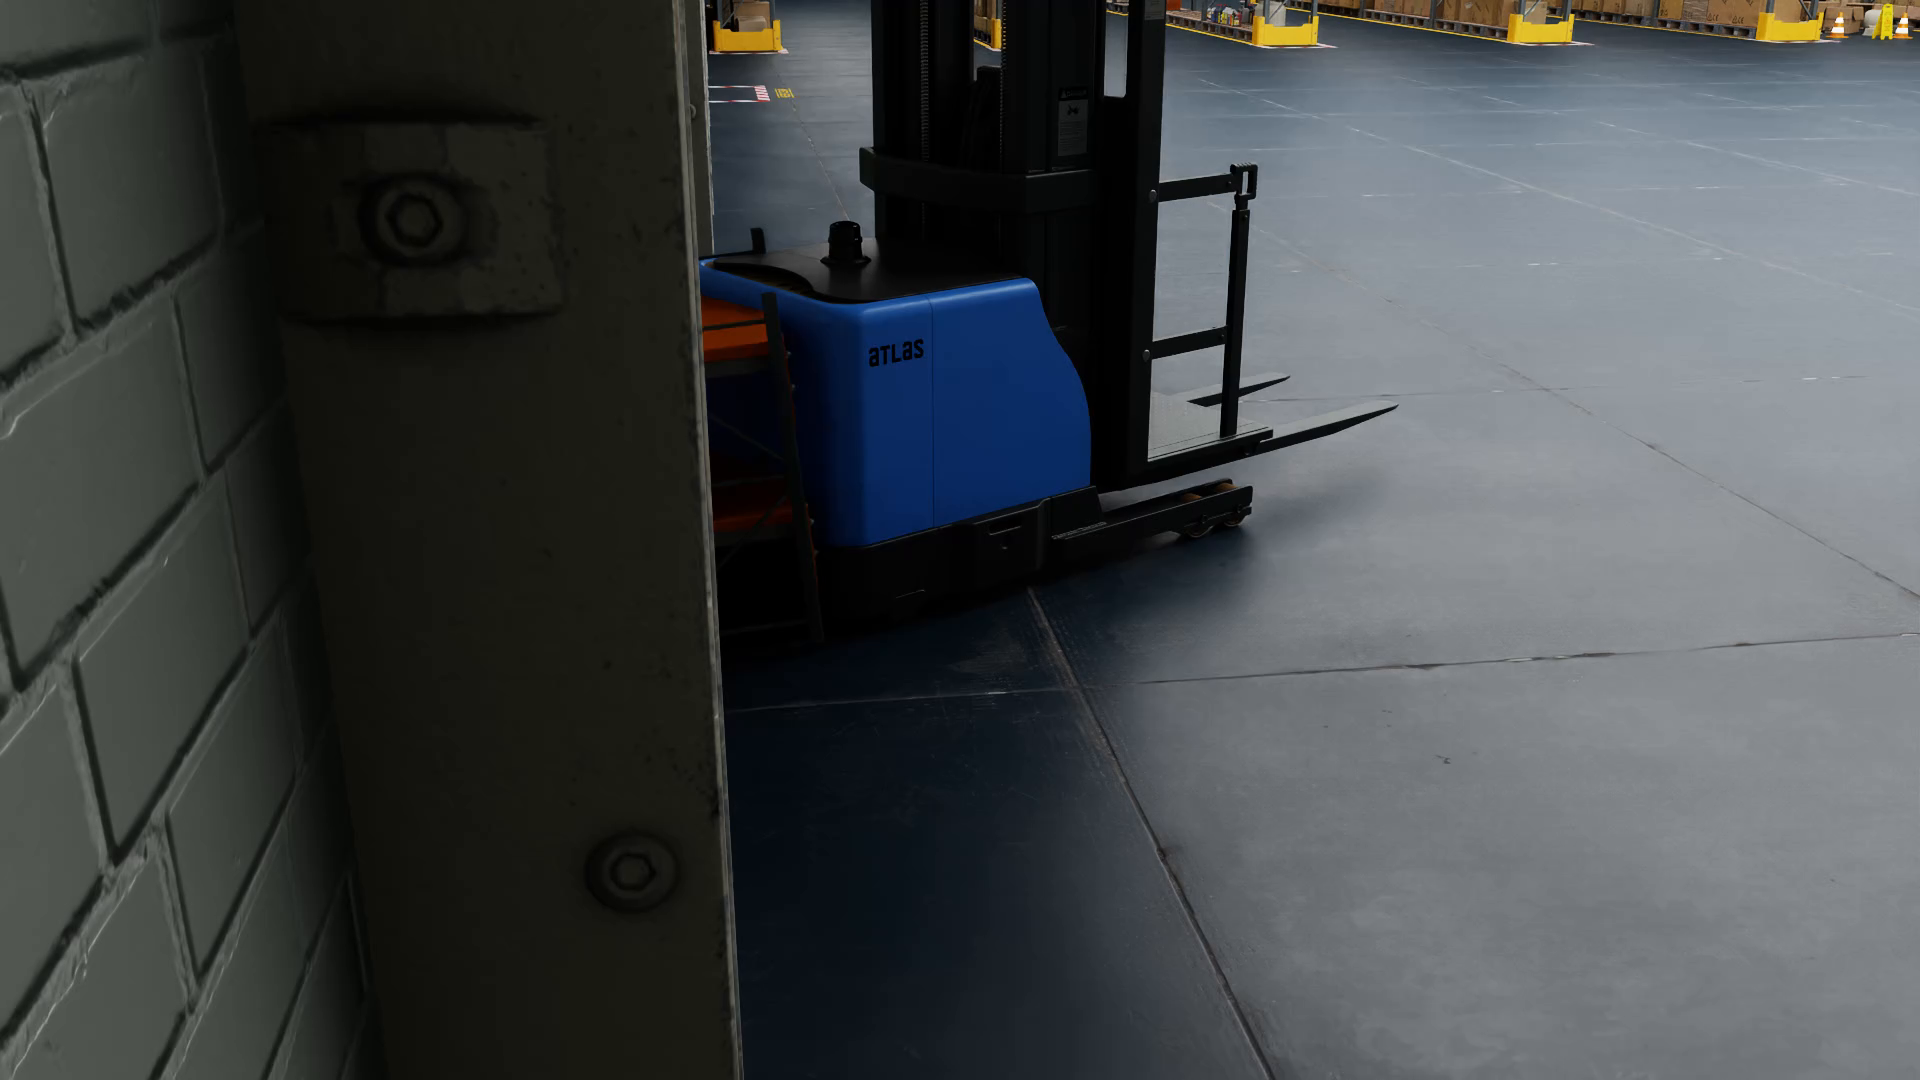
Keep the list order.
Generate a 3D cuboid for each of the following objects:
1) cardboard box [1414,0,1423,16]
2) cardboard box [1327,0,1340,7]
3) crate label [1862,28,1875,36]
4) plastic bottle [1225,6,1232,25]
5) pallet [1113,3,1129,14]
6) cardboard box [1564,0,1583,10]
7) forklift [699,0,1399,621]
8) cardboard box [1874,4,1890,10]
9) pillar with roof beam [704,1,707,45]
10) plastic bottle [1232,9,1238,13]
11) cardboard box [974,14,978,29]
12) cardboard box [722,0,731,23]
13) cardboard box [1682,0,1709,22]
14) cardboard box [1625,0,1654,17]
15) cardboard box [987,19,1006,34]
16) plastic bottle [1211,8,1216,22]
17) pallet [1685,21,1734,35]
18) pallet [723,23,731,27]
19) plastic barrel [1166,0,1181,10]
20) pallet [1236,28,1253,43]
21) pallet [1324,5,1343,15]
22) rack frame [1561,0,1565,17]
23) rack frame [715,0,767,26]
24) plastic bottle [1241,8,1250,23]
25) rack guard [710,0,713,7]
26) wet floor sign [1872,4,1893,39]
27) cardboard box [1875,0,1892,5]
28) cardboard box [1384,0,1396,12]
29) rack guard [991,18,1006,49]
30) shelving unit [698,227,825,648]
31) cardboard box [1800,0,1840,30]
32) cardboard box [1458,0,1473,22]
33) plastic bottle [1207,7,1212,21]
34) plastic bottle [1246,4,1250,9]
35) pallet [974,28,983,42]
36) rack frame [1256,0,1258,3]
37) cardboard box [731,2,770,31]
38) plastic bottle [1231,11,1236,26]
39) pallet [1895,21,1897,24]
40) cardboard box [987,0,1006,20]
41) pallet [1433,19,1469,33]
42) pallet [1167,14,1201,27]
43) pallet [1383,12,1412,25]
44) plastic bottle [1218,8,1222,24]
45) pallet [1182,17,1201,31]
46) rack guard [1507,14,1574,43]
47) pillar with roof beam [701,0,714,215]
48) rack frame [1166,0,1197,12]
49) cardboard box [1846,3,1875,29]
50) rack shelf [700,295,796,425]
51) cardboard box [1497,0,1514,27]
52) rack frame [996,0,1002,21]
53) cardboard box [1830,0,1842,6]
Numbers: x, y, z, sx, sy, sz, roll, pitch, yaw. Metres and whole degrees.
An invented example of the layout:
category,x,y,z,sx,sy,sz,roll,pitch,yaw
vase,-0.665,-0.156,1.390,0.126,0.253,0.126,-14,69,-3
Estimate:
category,x,y,z,sx,sy,sz,roll,pitch,yaw
cardboard box,10.261,-11.598,35.927,0.700,0.500,0.500,-3,21,-8
cardboard box,9.602,-13.319,40.026,1.225,0.875,0.875,-3,21,-8
crate label,18.199,-10.137,33.161,0.250,0.136,0.298,-15,25,-35
plastic bottle,5.298,-10.322,32.722,0.144,0.351,0.185,-2,21,-6
pallet,4.394,-13.128,41.064,1.003,0.211,1.213,-3,21,-8
cardboard box,14.724,-12.711,38.577,1.050,0.750,0.750,-3,21,-8
forklift,0.494,-1.510,6.070,3.031,2.935,1.130,-16,25,-36
cardboard box,20.003,-11.374,35.712,0.500,0.250,0.500,-4,21,-10
pillar with roof beam,-0.446,-13.275,28.899,9.100,9.000,0.400,-3,21,-8
plastic bottle,5.415,-10.367,32.950,0.152,0.276,0.135,-3,21,-8
cardboard box,0.554,-9.899,31.761,0.500,0.250,0.500,-3,21,-8
cardboard box,-4.449,-10.723,33.584,0.700,0.500,0.500,-2,21,-6
cardboard box,15.456,-11.067,33.997,0.875,0.875,0.875,-3,21,-7
cardboard box,15.123,-11.752,36.009,1.050,0.750,0.750,-3,21,-8
cardboard box,0.782,-9.380,30.372,0.500,0.250,0.500,-3,21,-8
plastic bottle,5.163,-10.621,33.630,0.152,0.276,0.135,-2,21,-6
pallet,15.513,-10.402,33.765,1.003,0.211,1.213,-3,21,-8
pallet,-4.440,-10.397,33.752,1.003,0.211,1.213,-3,21,-8
plastic barrel,4.813,-12.667,38.346,0.600,0.830,0.708,-3,21,-8
pallet,5.885,-9.548,31.479,1.003,0.211,1.213,-3,21,-8
pallet,9.590,-12.961,40.615,1.003,0.211,1.213,-3,21,-8
rack frame,14.725,-13.784,38.834,1.000,3.000,0.127,-3,21,-8
rack frame,-4.326,-11.434,32.543,1.000,3.000,0.127,-3,21,-8
plastic bottle,5.740,-10.573,33.501,0.152,0.276,0.135,-3,21,-8
rack guard,-6.059,-14.426,44.127,1.175,0.500,0.348,-3,21,-8
wet floor sign,17.841,-10.001,32.070,0.267,0.644,0.232,-7,21,-17
cardboard box,20.003,-11.725,35.581,0.500,0.500,0.500,-2,21,-5
cardboard box,10.011,-12.181,37.487,0.700,0.500,0.500,-5,21,-12
rack guard,1.155,-9.121,29.923,1.175,0.500,0.348,-3,21,-8
shelving unit,-0.803,-0.347,5.493,0.538,1.125,1.048,-8,22,-6
cardboard box,17.860,-10.996,34.745,0.797,0.637,0.503,-3,21,-8
cardboard box,10.487,-10.871,34.007,0.500,0.500,0.500,4,21,9
plastic bottle,5.090,-10.729,33.927,0.097,0.271,0.097,0,20,0
plastic bottle,5.855,-10.691,33.709,0.144,0.351,0.185,-3,21,-9
pallet,0.828,-9.678,31.827,1.003,0.211,1.213,-3,21,-8
rack frame,8.649,-16.338,45.674,1.000,3.000,0.127,-3,21,-8
cardboard box,-3.899,-9.782,31.064,0.700,0.500,0.500,-4,21,-11
plastic bottle,5.321,-10.136,32.320,0.061,0.283,0.133,-2,21,-6
pallet,20.071,-11.647,37.097,1.003,0.211,1.213,-3,21,-8
cardboard box,0.780,-9.731,30.241,0.500,0.500,0.500,-3,21,-8
pallet,10.510,-10.647,34.420,1.003,0.211,1.213,-3,21,-8
pallet,5.147,-11.321,36.225,1.003,0.211,1.213,-3,21,-8
pallet,10.086,-11.570,36.893,1.003,0.211,1.213,-3,21,-8
plastic bottle,5.193,-10.442,33.141,0.061,0.283,0.133,-2,21,-5
pallet,5.326,-10.897,35.092,1.003,0.211,1.213,-3,21,-8
rack guard,10.944,-9.654,31.350,1.175,0.500,0.348,-3,21,-8
pillar with roof beam,2.148,-7.043,12.213,9.100,9.000,0.400,-3,21,-8
rack frame,4.901,-13.319,37.589,1.000,3.000,0.127,-3,21,-8
cardboard box,18.993,-11.074,35.148,0.500,0.500,0.500,12,24,29
rack shelf,-0.831,-0.617,5.384,0.538,0.278,1.000,-8,22,-6
cardboard box,10.762,-10.247,32.336,0.500,0.500,0.500,2,21,6
rack frame,1.152,-10.300,29.507,1.000,3.000,0.127,-3,21,-8
cardboard box,20.000,-12.079,37.426,0.950,0.372,0.625,-2,21,-4
